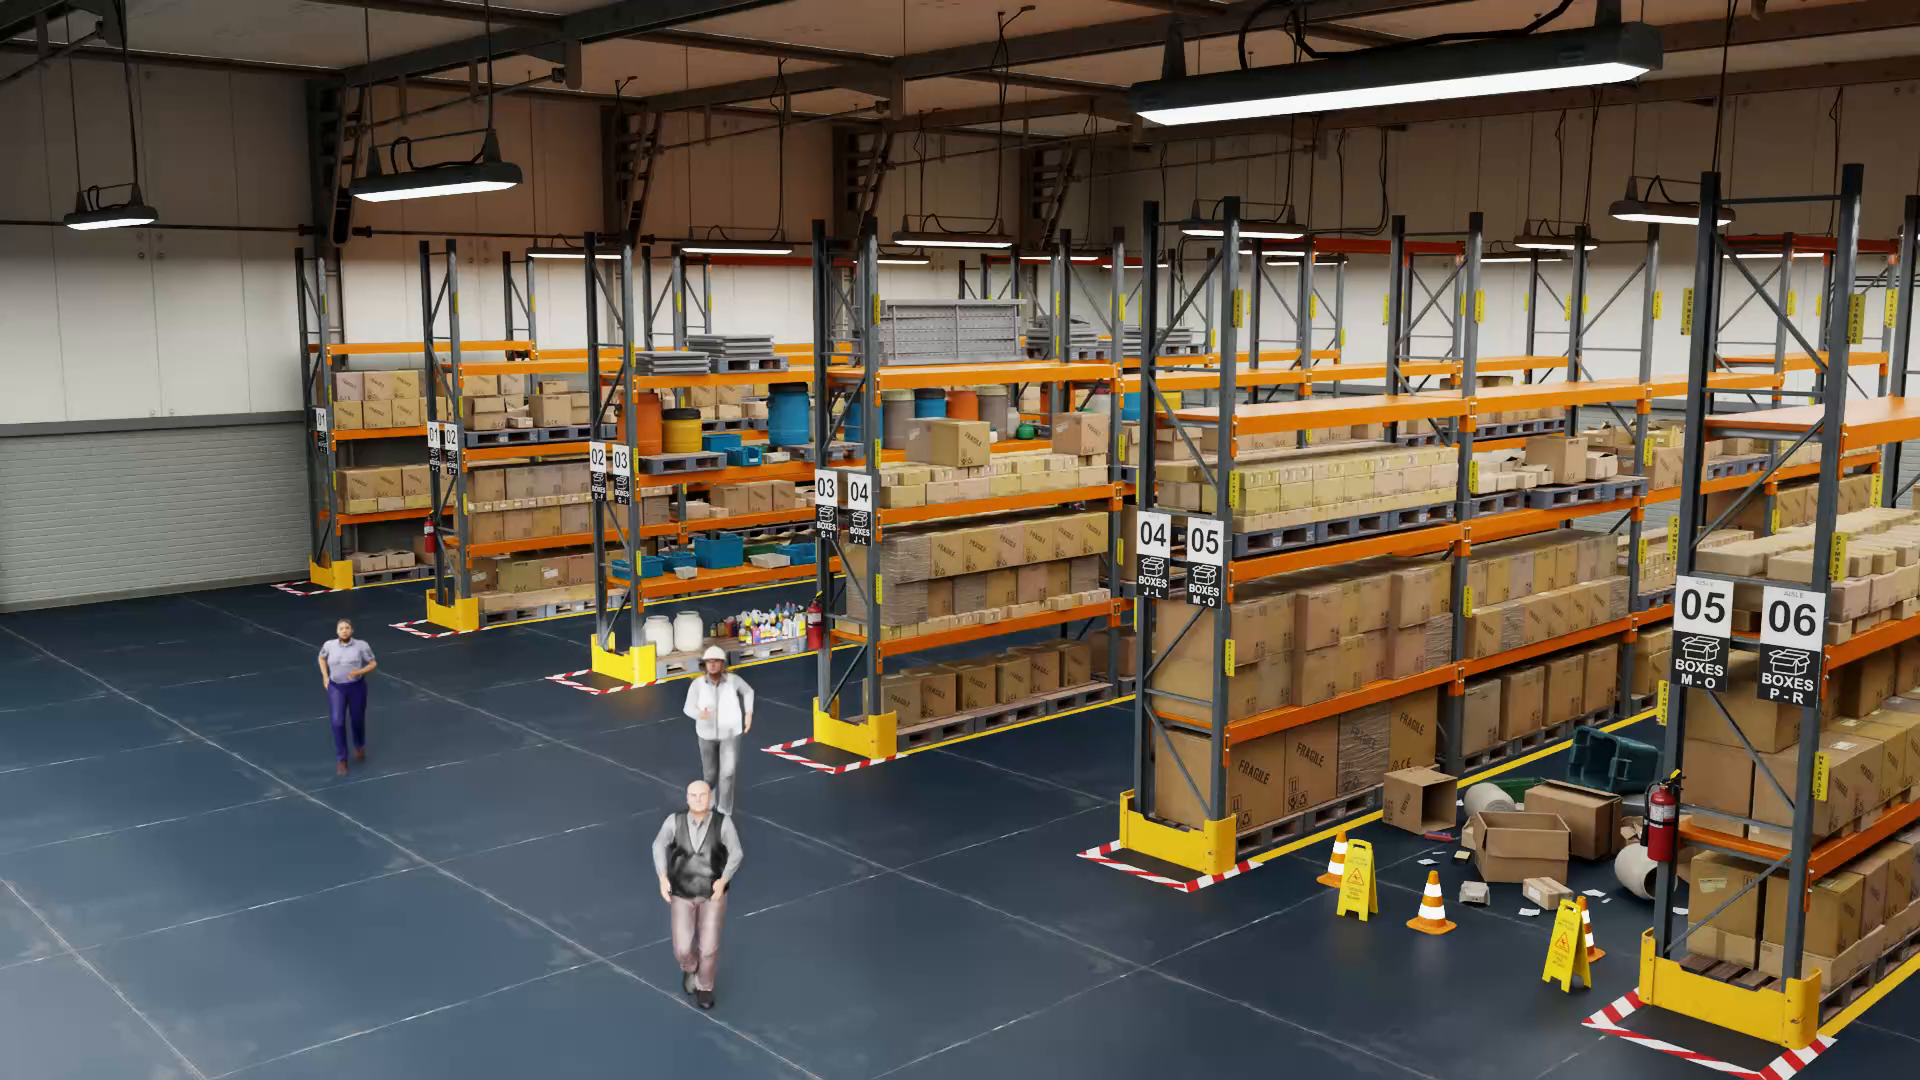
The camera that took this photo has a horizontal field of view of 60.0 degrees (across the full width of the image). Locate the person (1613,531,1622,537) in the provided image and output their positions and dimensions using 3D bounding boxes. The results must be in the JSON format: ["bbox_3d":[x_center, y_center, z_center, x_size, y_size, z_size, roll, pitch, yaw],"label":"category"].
[{"bbox_3d":[9.822,0.703,24.970,0.661,1.688,0.594,-6,10,-36],"label":"person"}]

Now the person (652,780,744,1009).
[{"bbox_3d":[-1.908,2.576,12.103,0.666,1.685,0.515,-1,8,-5],"label":"person"}]

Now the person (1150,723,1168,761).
[{"bbox_3d":[2.129,1.864,17.268,0.574,1.601,0.558,6,10,36],"label":"person"}]

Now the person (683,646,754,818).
[{"bbox_3d":[-2.356,1.913,16.296,0.664,1.812,0.939,0,8,-3],"label":"person"}]

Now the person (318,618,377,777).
[{"bbox_3d":[-6.719,1.733,18.267,0.597,1.608,0.766,-3,9,-17],"label":"person"}]
